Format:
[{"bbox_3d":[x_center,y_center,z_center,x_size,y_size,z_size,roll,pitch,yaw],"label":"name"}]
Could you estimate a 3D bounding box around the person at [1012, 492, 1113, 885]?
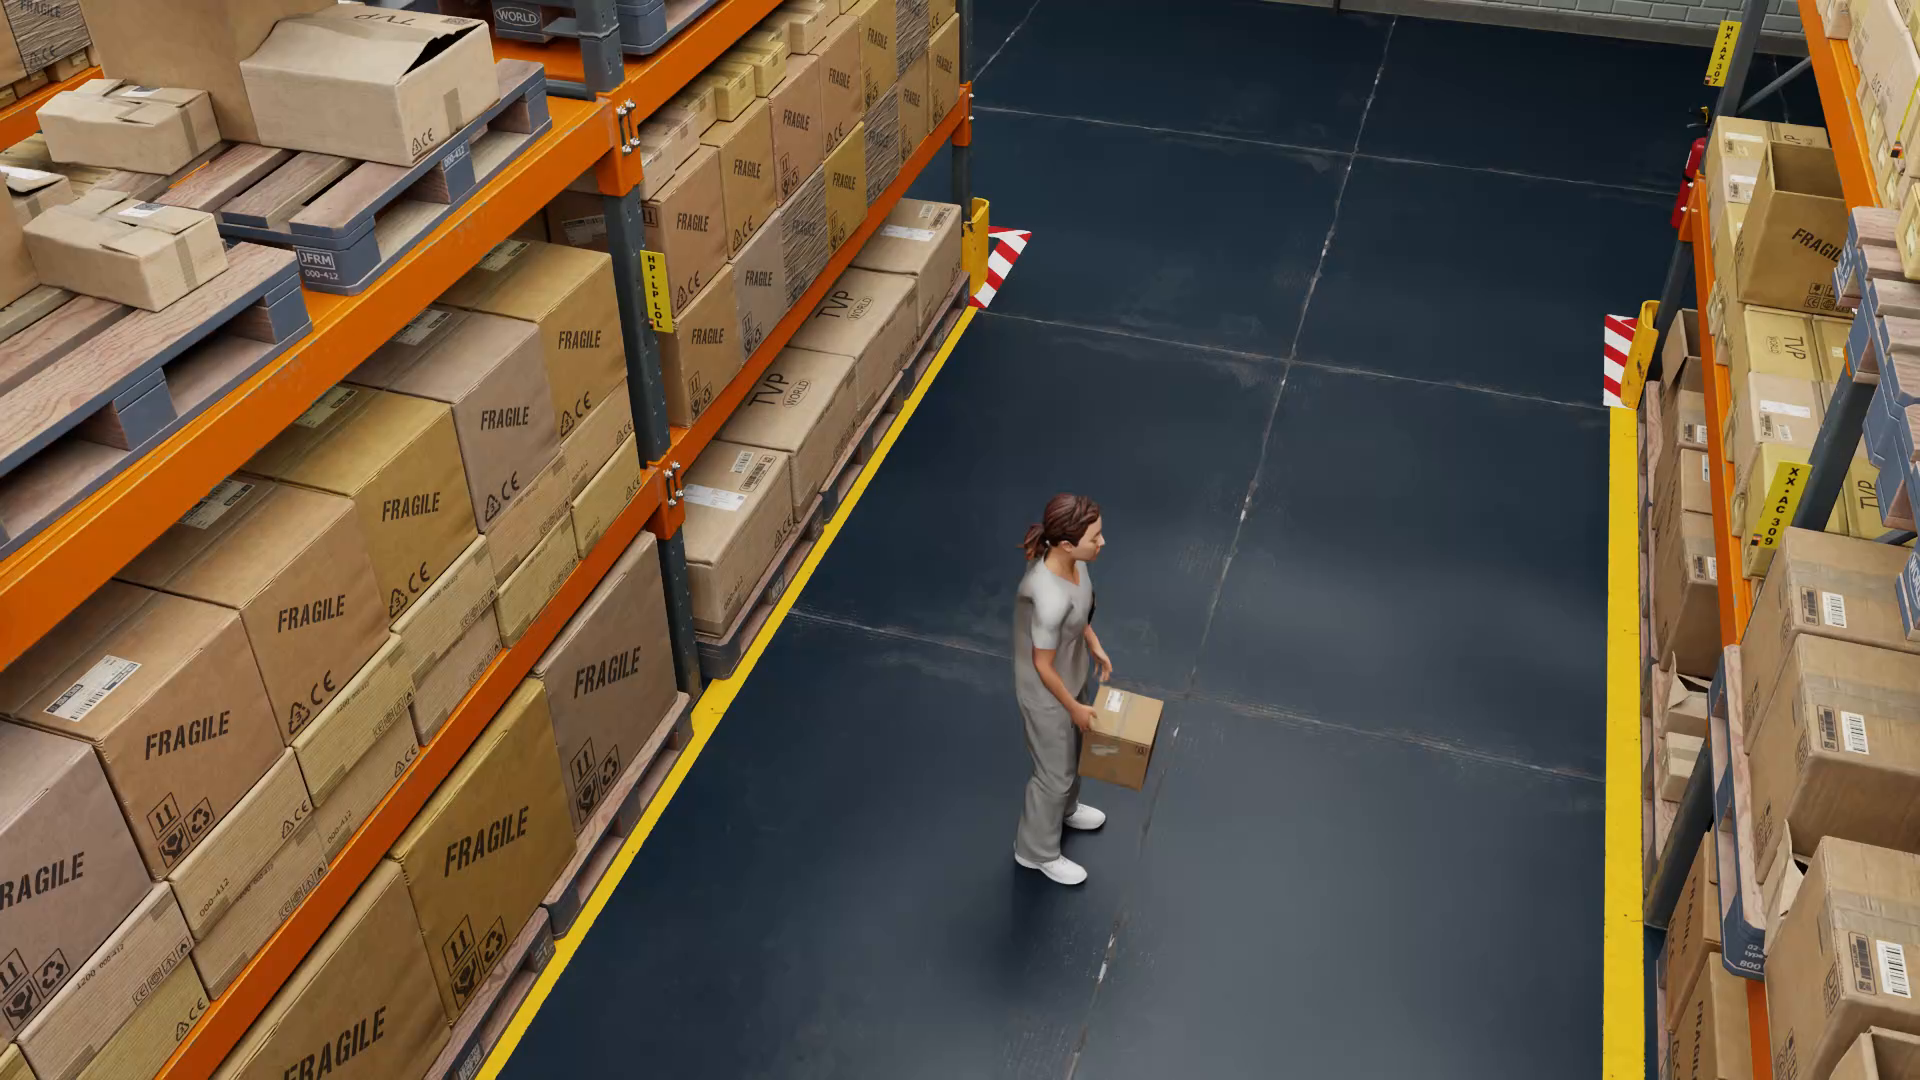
[{"bbox_3d":[0.379,0.530,6.190,0.365,1.676,0.471,10,38,13],"label":"person"}]
